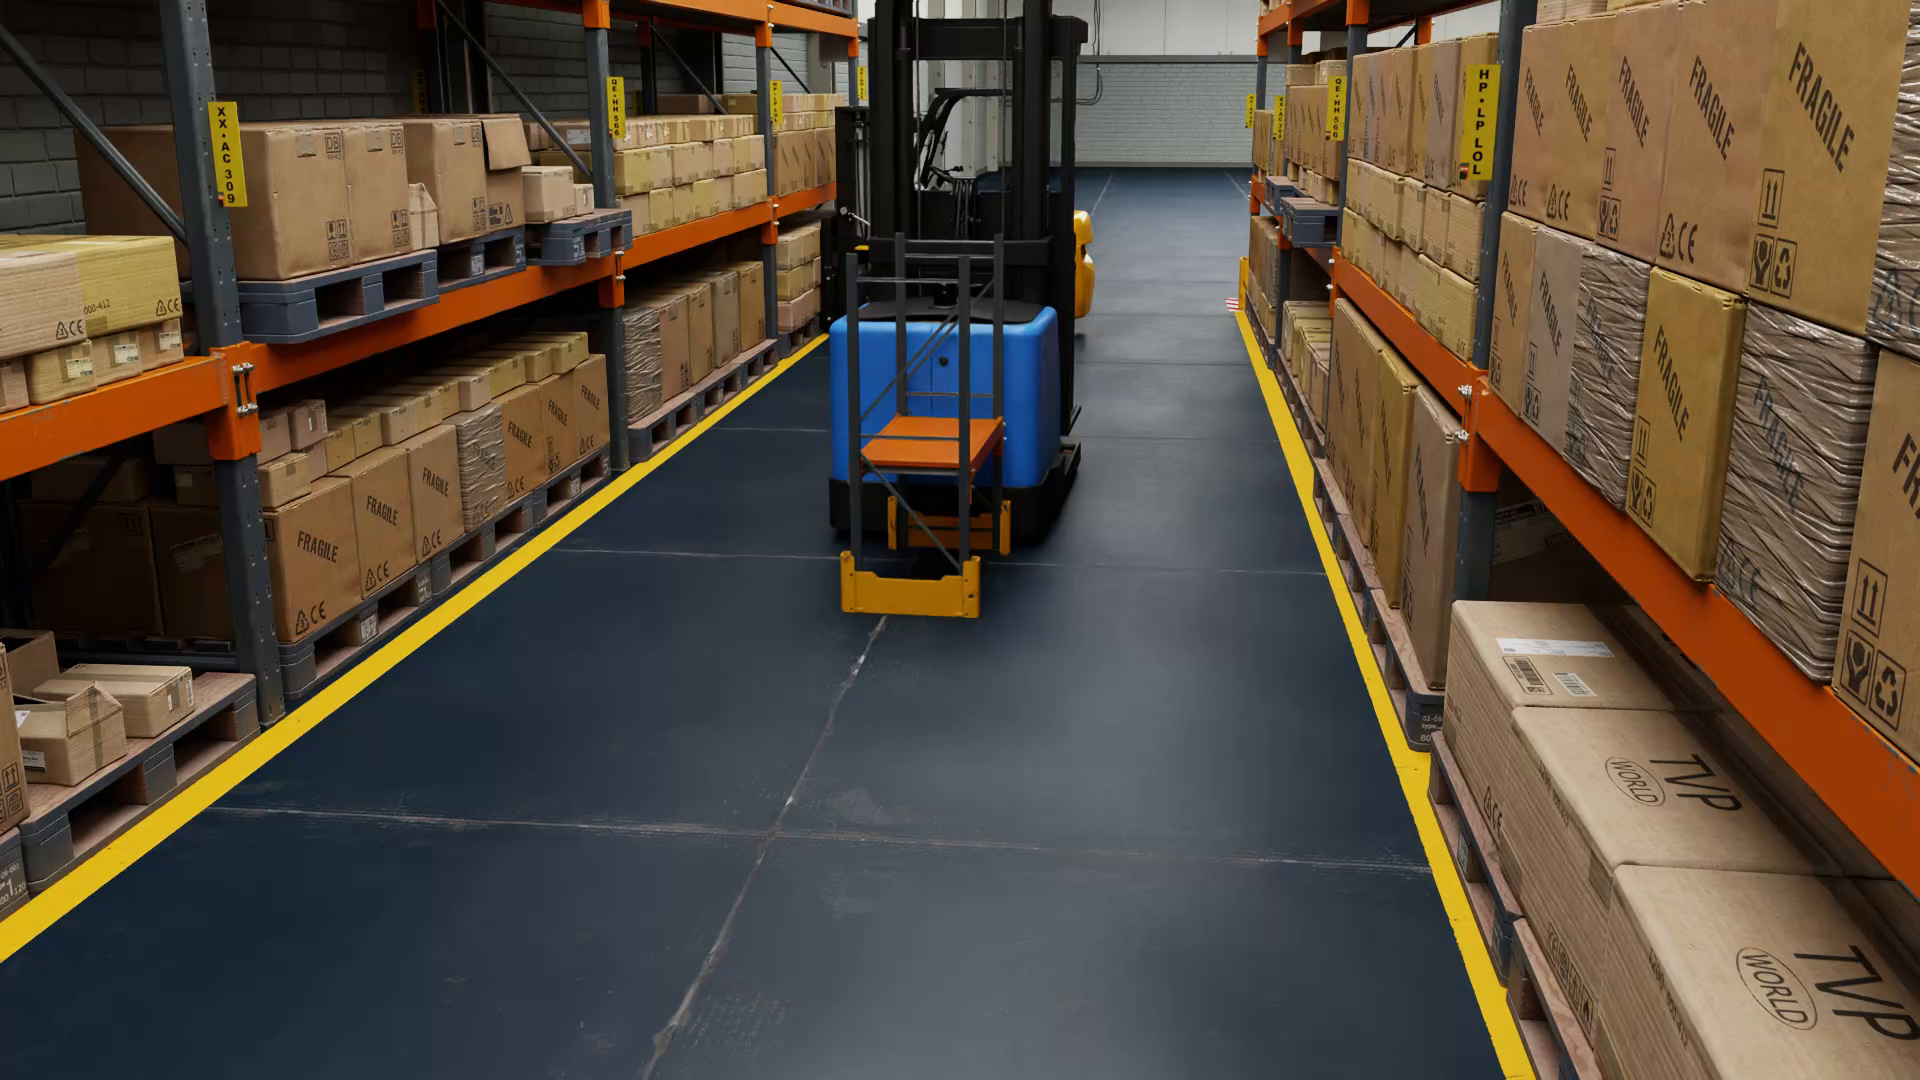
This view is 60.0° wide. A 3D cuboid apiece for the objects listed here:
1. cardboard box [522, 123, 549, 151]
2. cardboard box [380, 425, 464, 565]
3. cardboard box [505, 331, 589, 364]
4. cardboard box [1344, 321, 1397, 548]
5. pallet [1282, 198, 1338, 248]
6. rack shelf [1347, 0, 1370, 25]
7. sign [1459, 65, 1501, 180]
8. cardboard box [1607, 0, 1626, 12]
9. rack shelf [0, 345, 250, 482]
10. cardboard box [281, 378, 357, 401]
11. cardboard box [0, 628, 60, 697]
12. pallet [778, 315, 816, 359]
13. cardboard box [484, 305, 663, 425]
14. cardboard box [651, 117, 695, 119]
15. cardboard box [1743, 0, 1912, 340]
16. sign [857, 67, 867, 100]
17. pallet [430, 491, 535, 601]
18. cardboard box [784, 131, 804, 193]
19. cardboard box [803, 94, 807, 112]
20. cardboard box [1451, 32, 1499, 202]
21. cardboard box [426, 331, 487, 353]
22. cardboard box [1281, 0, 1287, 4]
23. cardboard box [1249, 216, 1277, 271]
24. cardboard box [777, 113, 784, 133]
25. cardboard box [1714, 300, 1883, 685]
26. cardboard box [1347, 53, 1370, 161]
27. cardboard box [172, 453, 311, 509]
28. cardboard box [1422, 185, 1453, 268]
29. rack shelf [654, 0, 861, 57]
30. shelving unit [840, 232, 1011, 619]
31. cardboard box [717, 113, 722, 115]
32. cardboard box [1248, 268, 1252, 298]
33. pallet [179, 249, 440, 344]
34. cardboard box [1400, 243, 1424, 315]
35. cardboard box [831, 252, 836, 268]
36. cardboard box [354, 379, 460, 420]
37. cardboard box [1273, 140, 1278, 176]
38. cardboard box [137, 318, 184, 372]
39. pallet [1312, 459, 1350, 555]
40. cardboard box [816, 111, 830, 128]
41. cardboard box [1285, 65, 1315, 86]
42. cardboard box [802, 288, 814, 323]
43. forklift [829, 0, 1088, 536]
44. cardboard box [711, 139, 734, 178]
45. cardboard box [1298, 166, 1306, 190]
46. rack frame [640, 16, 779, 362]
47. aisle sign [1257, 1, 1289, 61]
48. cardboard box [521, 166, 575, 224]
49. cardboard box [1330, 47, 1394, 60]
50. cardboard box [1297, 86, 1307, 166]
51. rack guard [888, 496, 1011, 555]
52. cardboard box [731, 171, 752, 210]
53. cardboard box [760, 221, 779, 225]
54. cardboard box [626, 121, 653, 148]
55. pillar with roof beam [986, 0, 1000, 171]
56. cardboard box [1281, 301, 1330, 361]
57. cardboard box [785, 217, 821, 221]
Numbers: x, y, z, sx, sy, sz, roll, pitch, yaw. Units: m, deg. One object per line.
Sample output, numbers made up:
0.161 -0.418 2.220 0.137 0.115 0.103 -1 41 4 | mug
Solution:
-2.590 -2.314 9.537 0.380 0.149 0.250 2 15 8 | cardboard box
-2.488 -0.207 7.165 0.500 0.500 0.500 1 15 5 | cardboard box
-2.230 -1.035 8.986 0.380 0.149 0.250 1 15 4 | cardboard box
2.241 -0.486 7.478 0.875 0.875 0.875 2 15 7 | cardboard box
2.481 -1.812 9.484 1.213 0.211 1.003 2 15 6 | pallet
2.281 -2.299 6.548 1.077 0.370 4.000 2 15 6 | rack shelf
1.515 -1.213 4.836 0.100 0.325 0.005 2 15 6 | sign
1.673 -1.252 3.695 0.380 0.149 0.250 2 15 6 | cardboard box
-3.103 0.042 3.640 1.077 0.370 4.000 2 15 6 | rack shelf
-2.960 -0.639 7.521 0.380 0.149 0.250 1 15 4 | cardboard box
-3.187 0.435 5.152 0.500 0.311 0.500 2 15 8 | cardboard box
-1.843 -1.758 14.260 1.003 0.211 1.213 2 15 6 | pallet
-2.342 -1.080 10.153 0.875 0.625 0.625 2 15 8 | cardboard box
-1.907 -2.833 11.459 0.380 0.149 0.250 2 15 7 | cardboard box
1.510 -0.569 2.414 0.500 0.500 0.500 2 15 6 | cardboard box
-0.986 -4.590 16.720 0.100 0.325 0.005 2 15 6 | sign
-2.688 -0.008 7.786 1.003 0.211 1.213 2 15 6 | pallet
-1.623 -3.191 14.023 0.500 0.500 0.500 2 15 7 | cardboard box
-1.567 -3.880 14.760 0.380 0.149 0.250 2 15 6 | cardboard box
1.856 -1.333 5.239 0.500 0.500 0.500 2 15 8 | cardboard box
-2.795 -1.045 9.021 0.380 0.149 0.250 2 15 9 | cardboard box
2.821 -4.438 13.563 0.380 0.149 0.250 2 15 8 | cardboard box
3.041 -2.822 15.877 0.500 0.500 0.500 1 15 4 | cardboard box
-1.650 -3.403 13.566 0.380 0.149 0.250 2 15 8 | cardboard box
1.515 -0.086 2.543 0.500 0.500 0.500 2 15 8 | cardboard box
2.208 -2.127 8.174 0.500 0.500 0.500 1 15 4 | cardboard box
-2.573 -0.219 5.966 0.380 0.149 0.250 2 15 9 | cardboard box
1.912 -1.099 5.811 0.500 0.250 0.500 2 15 8 | cardboard box
-1.749 -4.519 14.758 1.077 0.370 4.000 2 15 6 | rack shelf
-0.130 -0.544 7.301 0.587 1.500 1.083 2 15 9 | shelving unit
-2.162 -3.486 13.873 0.380 0.149 0.250 2 15 8 | cardboard box
3.043 -2.466 15.998 0.500 0.250 0.500 2 15 6 | cardboard box
-2.679 -0.936 6.244 1.003 0.211 1.213 2 15 6 | pallet
1.990 -0.993 6.375 0.500 0.250 0.500 1 15 5 | cardboard box
-1.432 -2.524 15.255 0.500 0.250 0.500 2 15 6 | cardboard box
-2.486 -0.630 7.487 0.380 0.149 0.250 2 15 6 | cardboard box
2.812 -3.202 13.496 0.500 0.500 0.500 2 15 8 | cardboard box
-2.662 -0.613 5.164 0.380 0.149 0.250 2 15 7 | cardboard box
2.342 -0.168 8.380 1.003 0.211 1.213 2 15 6 | pallet
-1.405 -3.866 15.280 0.380 0.149 0.250 2 15 7 | cardboard box
2.553 -3.350 11.996 0.380 0.149 0.250 2 15 6 | cardboard box
-1.549 -2.023 14.358 0.500 0.250 0.500 1 15 5 | cardboard box
0.102 -1.770 9.094 1.130 2.935 3.031 2 15 9 | forklift
-1.890 -2.667 11.609 0.500 0.250 0.500 2 15 7 | cardboard box
2.407 -2.364 10.836 0.380 0.149 0.250 2 15 8 | cardboard box
-1.975 -2.899 13.138 1.000 3.000 0.127 2 15 6 | rack frame
3.108 -5.072 16.191 0.394 0.787 0.004 2 15 6 | aisle sign
-2.224 -1.709 8.218 0.500 0.250 0.500 1 15 4 | cardboard box
3.223 -3.536 12.816 0.700 0.500 0.500 2 15 6 | cardboard box
2.447 -2.644 10.628 0.500 0.500 0.500 1 15 4 | cardboard box
-0.052 -0.069 7.938 0.587 0.250 0.087 2 15 9 | rack guard
-1.823 -2.558 12.162 0.500 0.250 0.500 2 15 6 | cardboard box
-1.950 -2.784 15.259 0.500 0.250 0.500 1 15 5 | cardboard box
-2.065 -2.434 9.982 0.380 0.149 0.250 2 15 8 | cardboard box
5.165 -14.333 43.928 9.100 9.000 0.400 2 15 6 | pillar with roof beam
2.901 -1.552 12.385 0.950 0.372 0.625 2 15 7 | cardboard box
-1.364 -2.902 15.697 0.500 0.250 0.500 2 15 7 | cardboard box
